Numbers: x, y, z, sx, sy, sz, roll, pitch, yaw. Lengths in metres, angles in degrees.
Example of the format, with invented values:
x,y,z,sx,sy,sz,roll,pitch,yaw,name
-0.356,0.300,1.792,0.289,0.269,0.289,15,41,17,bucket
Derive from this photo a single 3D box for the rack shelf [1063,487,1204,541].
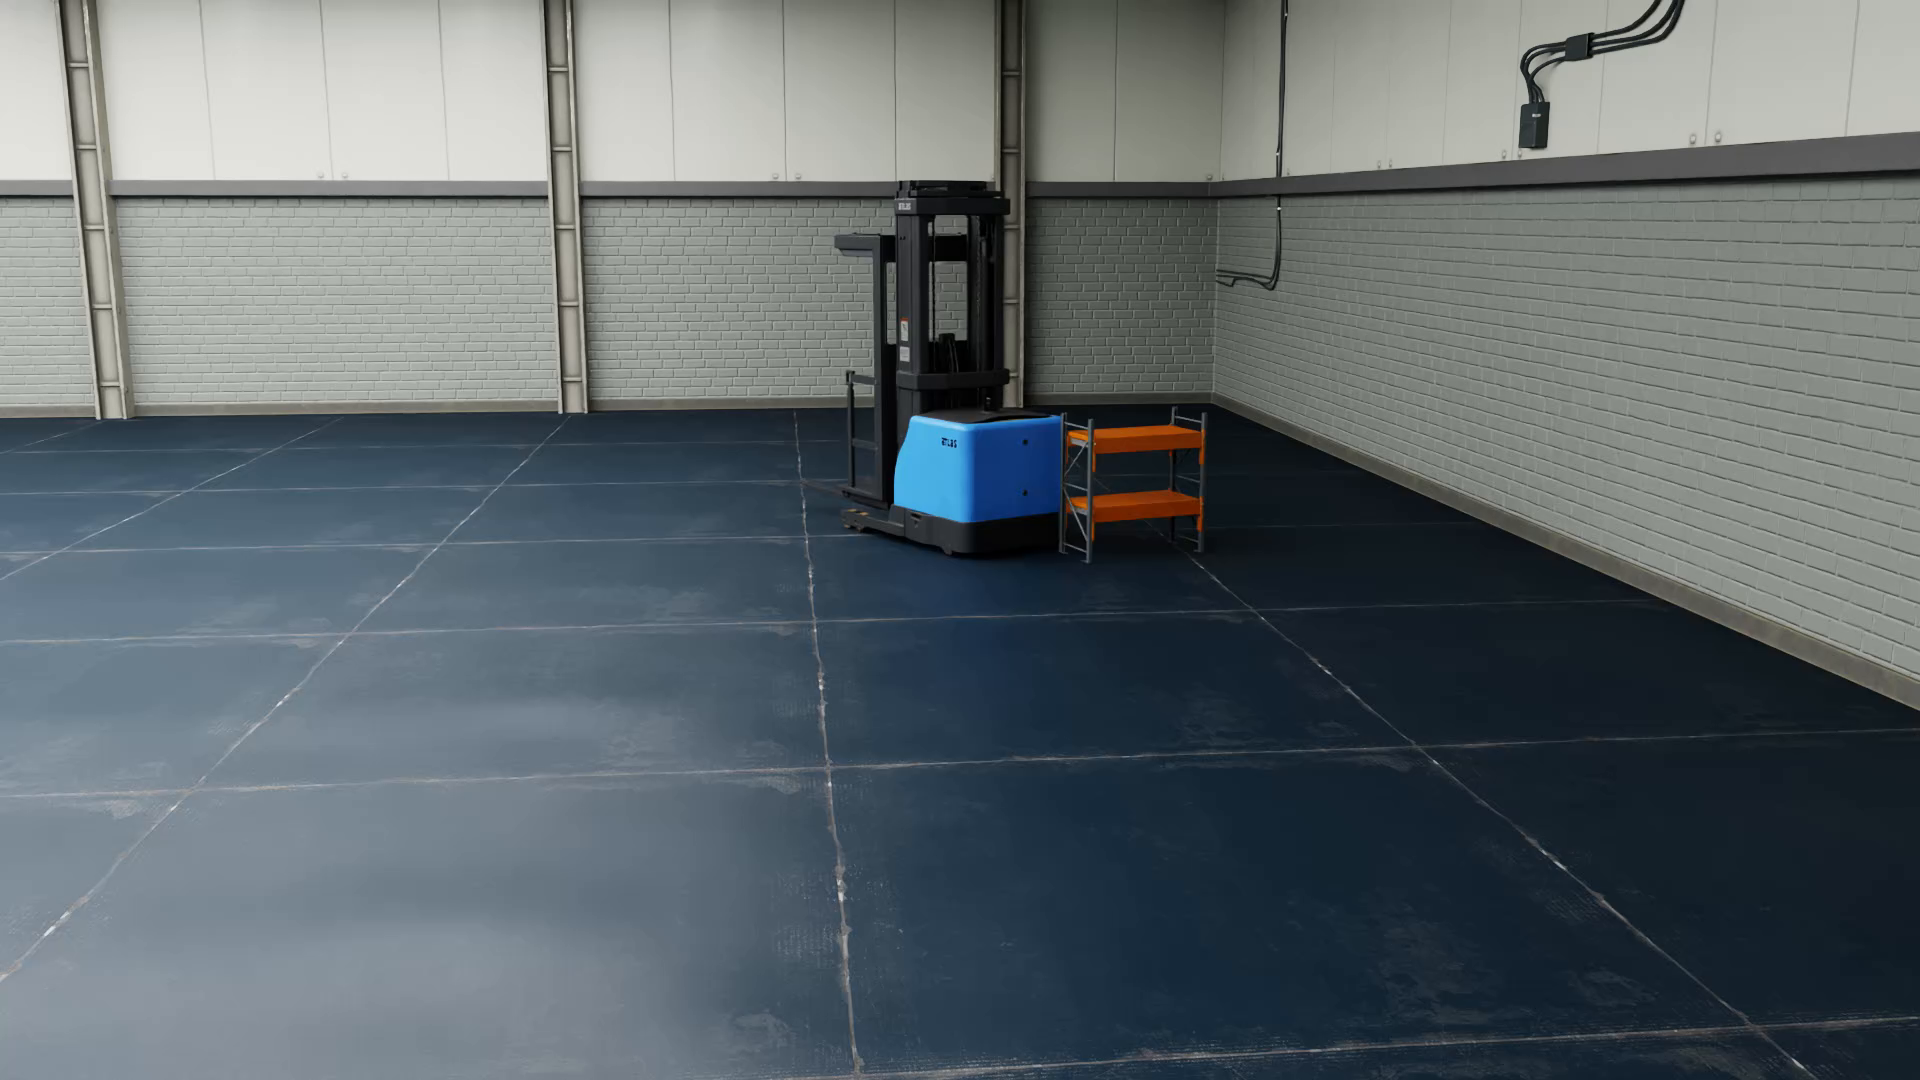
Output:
x,y,z,sx,sy,sz,roll,pitch,yaw,name
1.379,-0.214,13.307,1.000,0.278,0.538,-5,12,-23,rack shelf

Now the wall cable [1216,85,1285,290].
x,y,z,sx,sy,sz,roll,pitch,yaw,name
3.751,-4.581,21.894,0.112,2.526,3.097,-1,11,-6,wall cable

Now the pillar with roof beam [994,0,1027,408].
x,y,z,sx,sy,sz,roll,pitch,yaw,name
1.144,-5.472,18.372,0.400,9.000,9.100,-1,11,-6,pillar with roof beam

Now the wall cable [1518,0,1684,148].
x,y,z,sx,sy,sz,roll,pitch,yaw,name
4.760,-5.953,12.004,0.169,6.003,2.305,-1,11,-6,wall cable

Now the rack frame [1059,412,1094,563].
x,y,z,sx,sy,sz,roll,pitch,yaw,name
0.915,-0.414,13.058,0.032,1.125,0.500,-5,12,-23,rack frame

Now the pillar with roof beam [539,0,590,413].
x,y,z,sx,sy,sz,roll,pitch,yaw,name
-4.821,-5.347,17.737,0.400,9.000,9.100,-1,11,-6,pillar with roof beam

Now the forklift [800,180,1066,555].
x,y,z,sx,sy,sz,roll,pitch,yaw,name
-0.374,-1.556,14.185,1.130,2.935,3.031,-7,13,-33,forklift

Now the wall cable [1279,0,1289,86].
x,y,z,sx,sy,sz,roll,pitch,yaw,name
4.043,-6.541,18.767,0.112,2.526,3.097,-1,11,-6,wall cable

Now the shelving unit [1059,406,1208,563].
x,y,z,sx,sy,sz,roll,pitch,yaw,name
1.379,-0.454,13.260,1.048,1.125,0.538,-5,12,-23,shelving unit

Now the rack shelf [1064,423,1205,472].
x,y,z,sx,sy,sz,roll,pitch,yaw,name
1.379,-0.741,13.204,1.000,0.278,0.538,-5,12,-23,rack shelf

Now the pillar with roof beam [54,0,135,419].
x,y,z,sx,sy,sz,roll,pitch,yaw,name
-10.786,-5.222,17.101,0.400,9.000,9.100,-1,11,-6,pillar with roof beam

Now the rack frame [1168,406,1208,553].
x,y,z,sx,sy,sz,roll,pitch,yaw,name
1.844,-0.494,13.463,0.032,1.125,0.500,-5,12,-23,rack frame
